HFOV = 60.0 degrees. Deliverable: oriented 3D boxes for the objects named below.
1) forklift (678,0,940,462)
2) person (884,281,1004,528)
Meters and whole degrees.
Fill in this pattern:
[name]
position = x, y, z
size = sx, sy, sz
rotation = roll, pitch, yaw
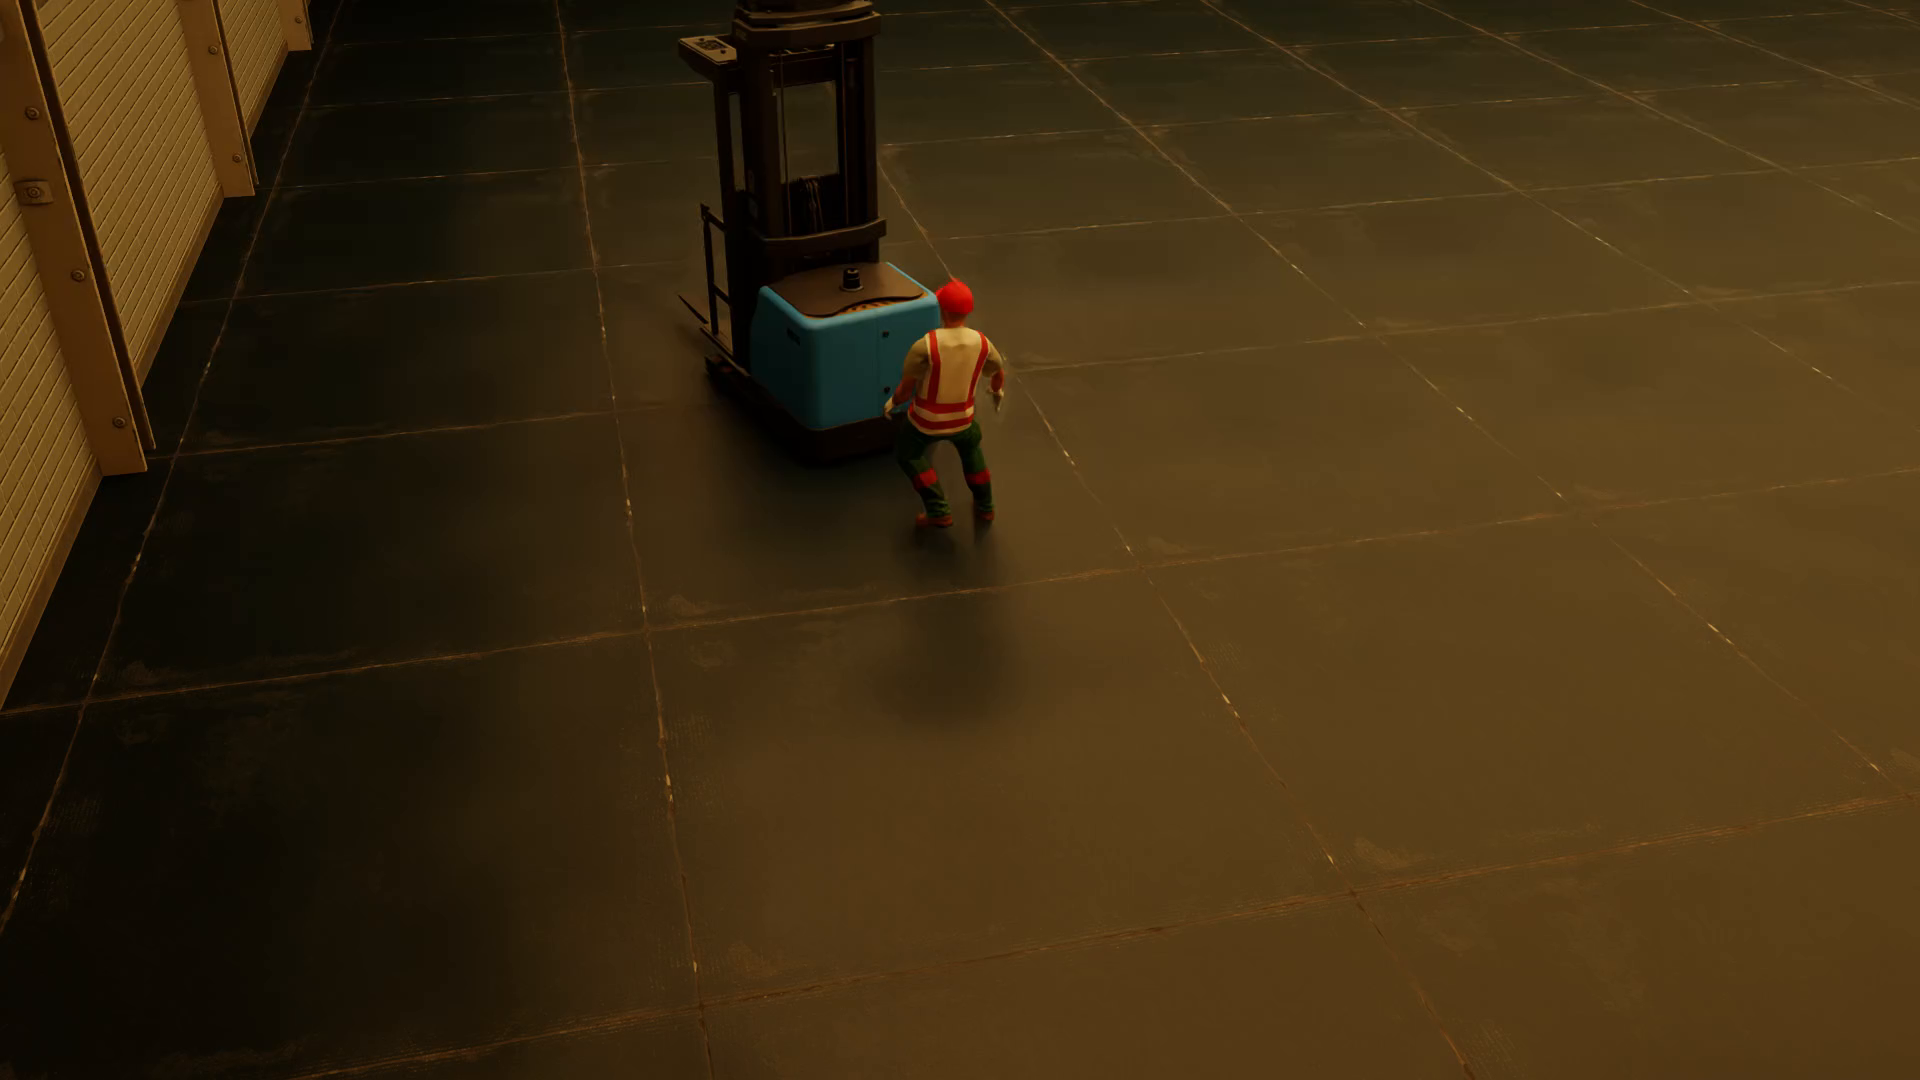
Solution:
[forklift]
position = -1.271, -2.506, 11.904
size = 1.130, 2.935, 3.031
rotation = -15, 33, -25
[person]
position = -0.061, -0.818, 10.225
size = 0.811, 1.699, 0.561
rotation = -11, 32, -18
